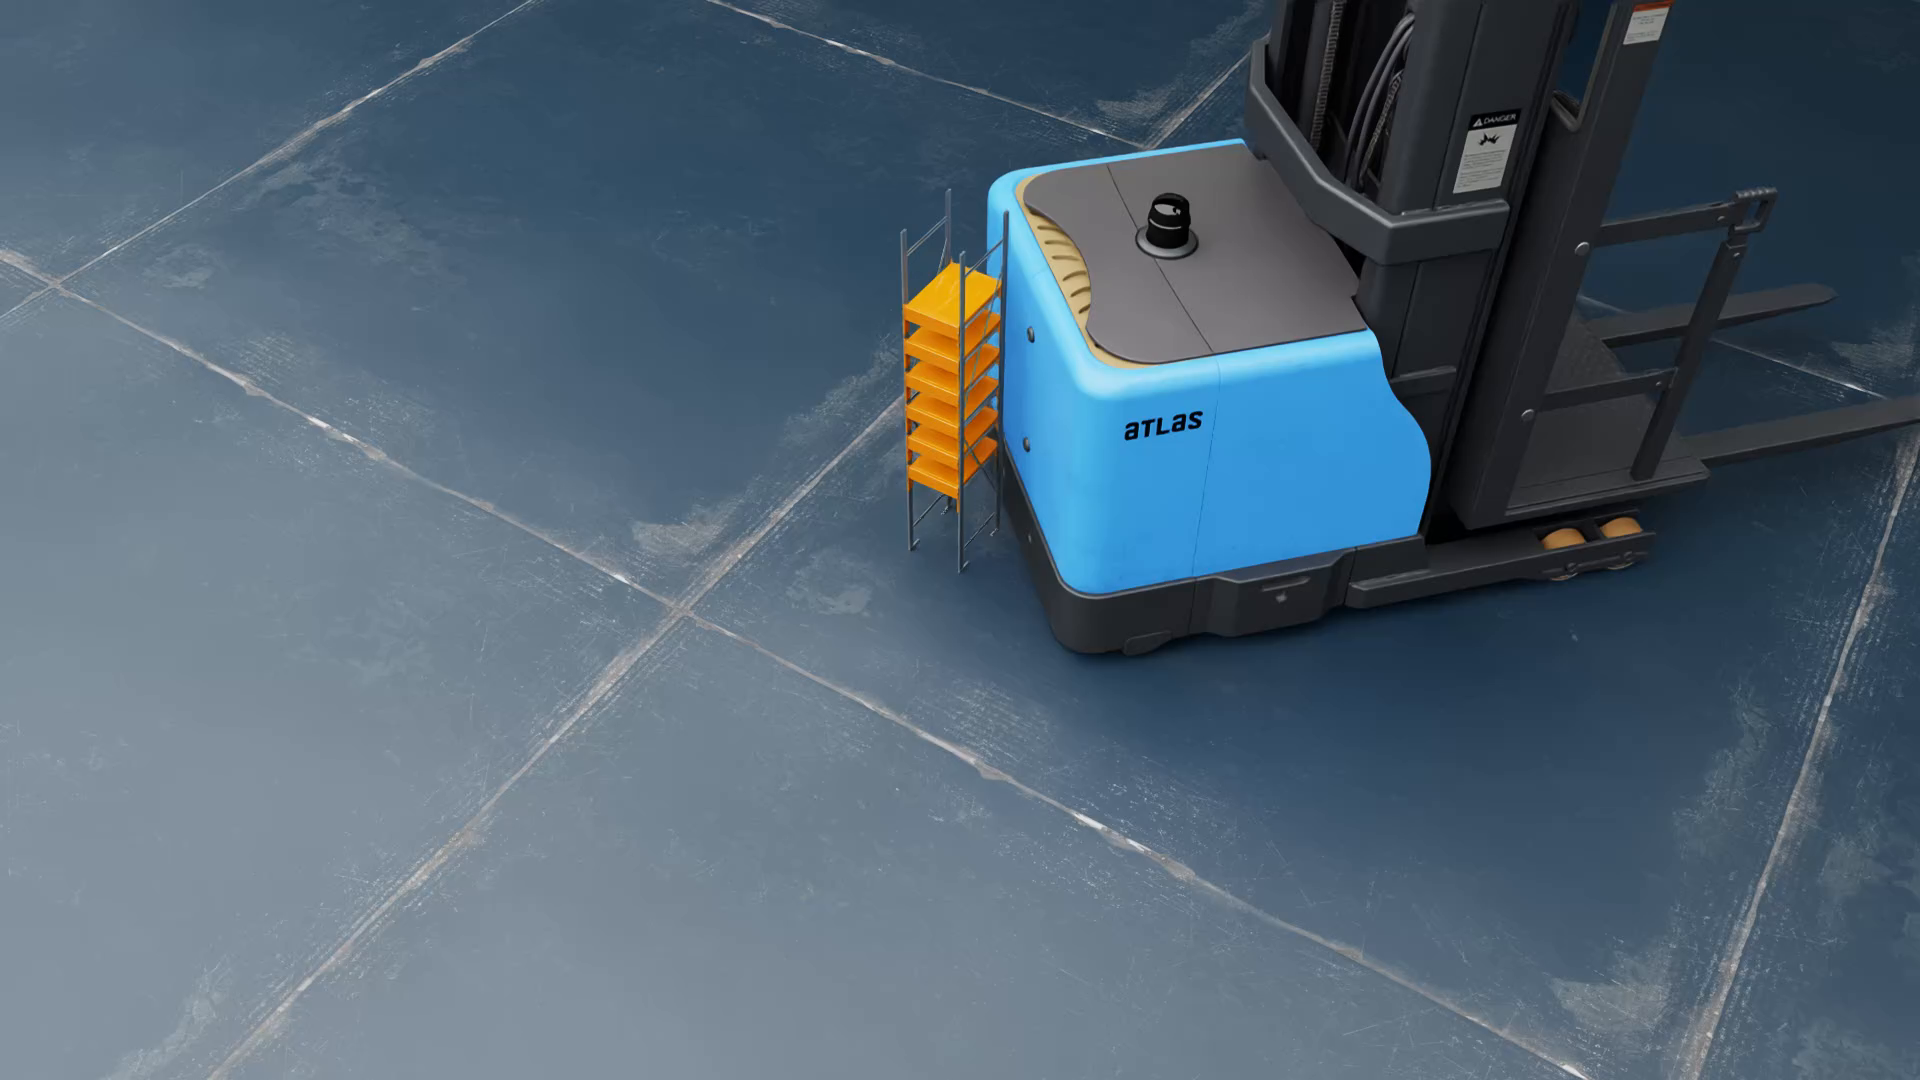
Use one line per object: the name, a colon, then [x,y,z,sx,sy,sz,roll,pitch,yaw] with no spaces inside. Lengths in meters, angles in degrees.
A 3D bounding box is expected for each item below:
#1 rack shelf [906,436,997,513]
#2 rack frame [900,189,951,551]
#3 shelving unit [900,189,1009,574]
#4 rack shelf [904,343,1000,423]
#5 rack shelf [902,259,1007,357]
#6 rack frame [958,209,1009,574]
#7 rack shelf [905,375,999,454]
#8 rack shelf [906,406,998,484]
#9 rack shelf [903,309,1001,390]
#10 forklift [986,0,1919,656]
rack shelf: [-0.016,-0.225,5.028,0.180,0.103,0.258,24,50,22]
rack frame: [-0.093,-0.459,4.858,0.006,1.200,0.240,24,50,22]
shelving unit: [-0.015,-0.424,4.824,0.189,1.200,0.258,24,50,22]
rack shelf: [-0.015,-0.476,4.770,0.180,0.103,0.258,24,50,22]
rack shelf: [-0.014,-0.644,4.598,0.180,0.103,0.258,24,50,22]
rack frame: [0.062,-0.389,4.790,0.006,1.200,0.240,24,50,22]
rack shelf: [-0.015,-0.393,4.856,0.180,0.103,0.258,24,50,22]
rack shelf: [-0.016,-0.309,4.942,0.180,0.103,0.258,24,50,22]
rack shelf: [-0.014,-0.560,4.684,0.180,0.103,0.258,24,50,22]
forklift: [1.641,-1.255,4.426,3.031,2.935,1.130,-10,47,-10]
